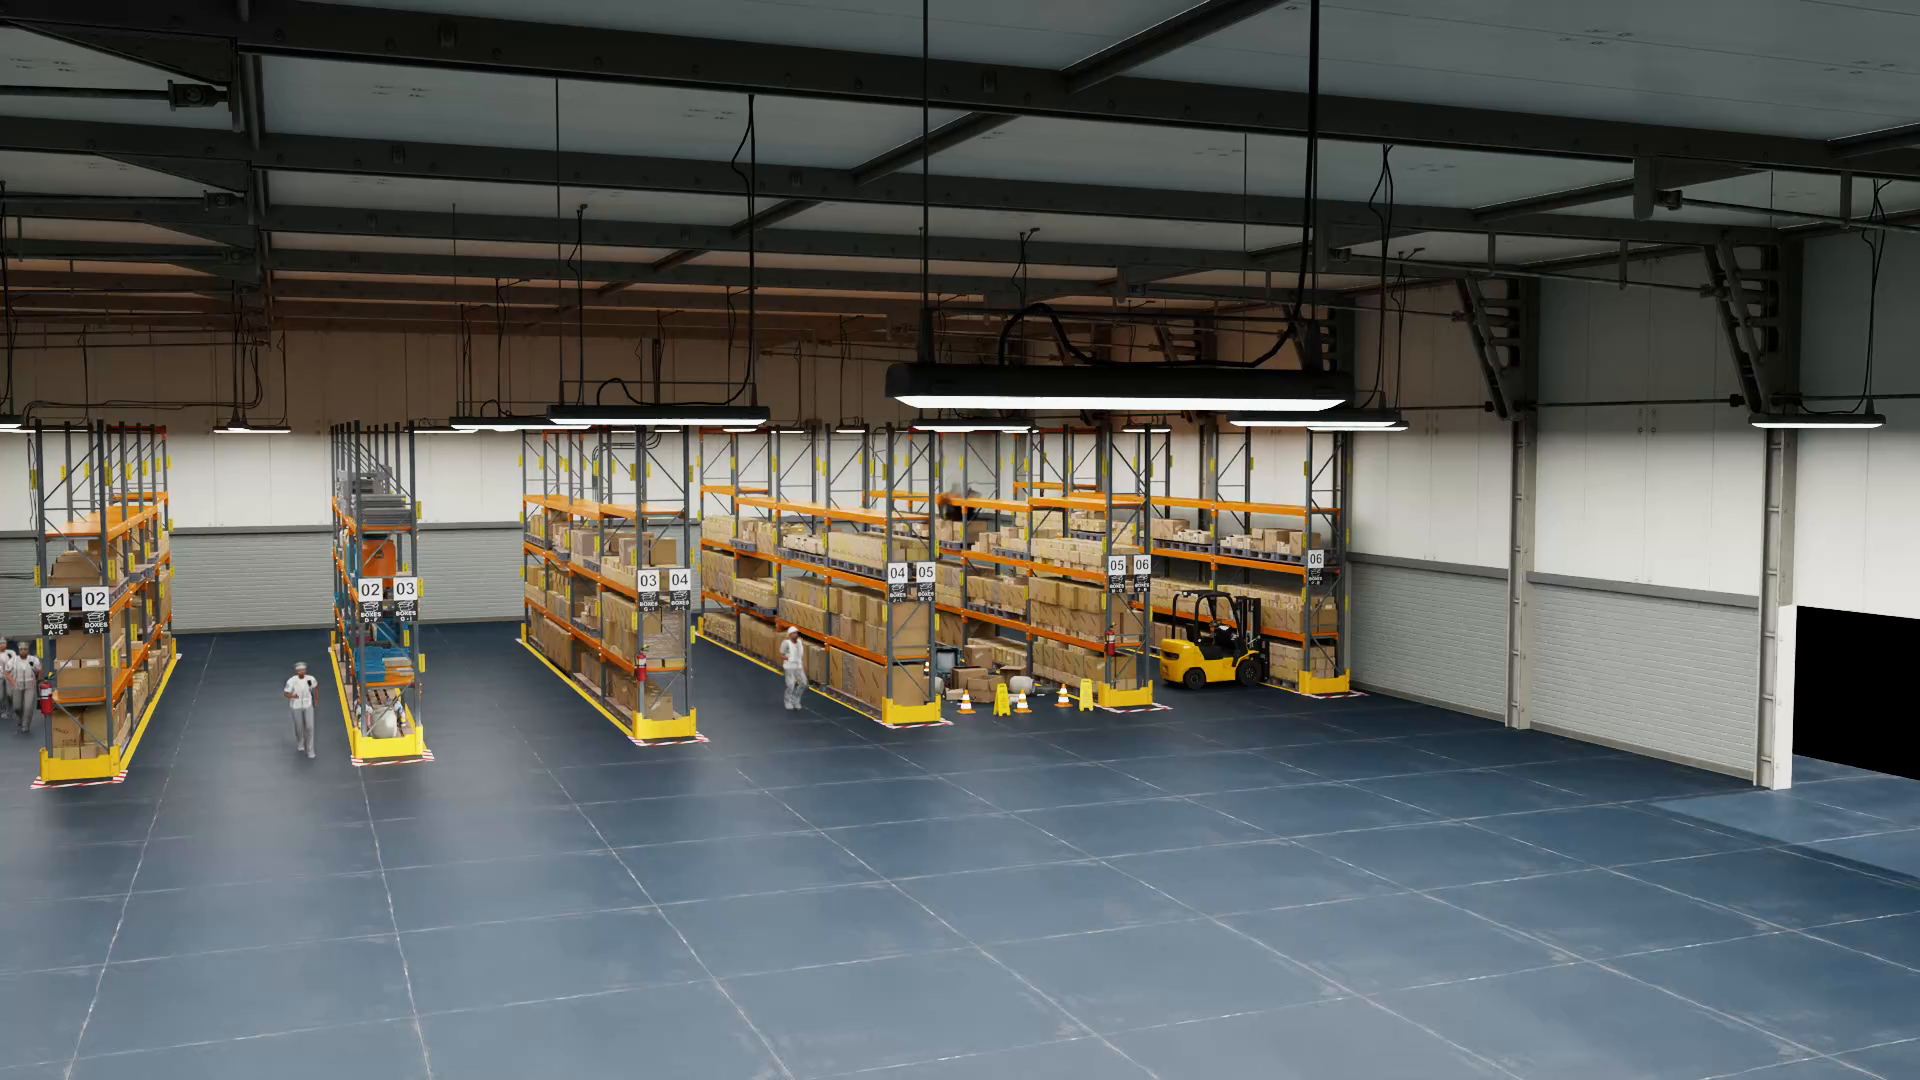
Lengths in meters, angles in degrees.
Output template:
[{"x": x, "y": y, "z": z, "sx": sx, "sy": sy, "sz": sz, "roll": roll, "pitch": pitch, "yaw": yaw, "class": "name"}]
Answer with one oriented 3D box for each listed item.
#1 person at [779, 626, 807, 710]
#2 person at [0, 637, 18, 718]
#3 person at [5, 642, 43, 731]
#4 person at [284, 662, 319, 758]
[{"x": -3.447, "y": 2.681, "z": 34.593, "sx": 0.682, "sy": 1.770, "sz": 0.651, "roll": -3, "pitch": 5, "yaw": -40, "class": "person"}, {"x": -19.278, "y": 2.776, "z": 33.562, "sx": 0.587, "sy": 1.661, "sz": 0.631, "roll": -2, "pitch": 4, "yaw": -27, "class": "person"}, {"x": -18.171, "y": 2.833, "z": 32.296, "sx": 0.648, "sy": 1.737, "sz": 0.595, "roll": -2, "pitch": 4, "yaw": -30, "class": "person"}, {"x": -11.802, "y": 3.028, "z": 29.827, "sx": 0.603, "sy": 1.731, "sz": 0.798, "roll": -2, "pitch": 4, "yaw": -24, "class": "person"}]
